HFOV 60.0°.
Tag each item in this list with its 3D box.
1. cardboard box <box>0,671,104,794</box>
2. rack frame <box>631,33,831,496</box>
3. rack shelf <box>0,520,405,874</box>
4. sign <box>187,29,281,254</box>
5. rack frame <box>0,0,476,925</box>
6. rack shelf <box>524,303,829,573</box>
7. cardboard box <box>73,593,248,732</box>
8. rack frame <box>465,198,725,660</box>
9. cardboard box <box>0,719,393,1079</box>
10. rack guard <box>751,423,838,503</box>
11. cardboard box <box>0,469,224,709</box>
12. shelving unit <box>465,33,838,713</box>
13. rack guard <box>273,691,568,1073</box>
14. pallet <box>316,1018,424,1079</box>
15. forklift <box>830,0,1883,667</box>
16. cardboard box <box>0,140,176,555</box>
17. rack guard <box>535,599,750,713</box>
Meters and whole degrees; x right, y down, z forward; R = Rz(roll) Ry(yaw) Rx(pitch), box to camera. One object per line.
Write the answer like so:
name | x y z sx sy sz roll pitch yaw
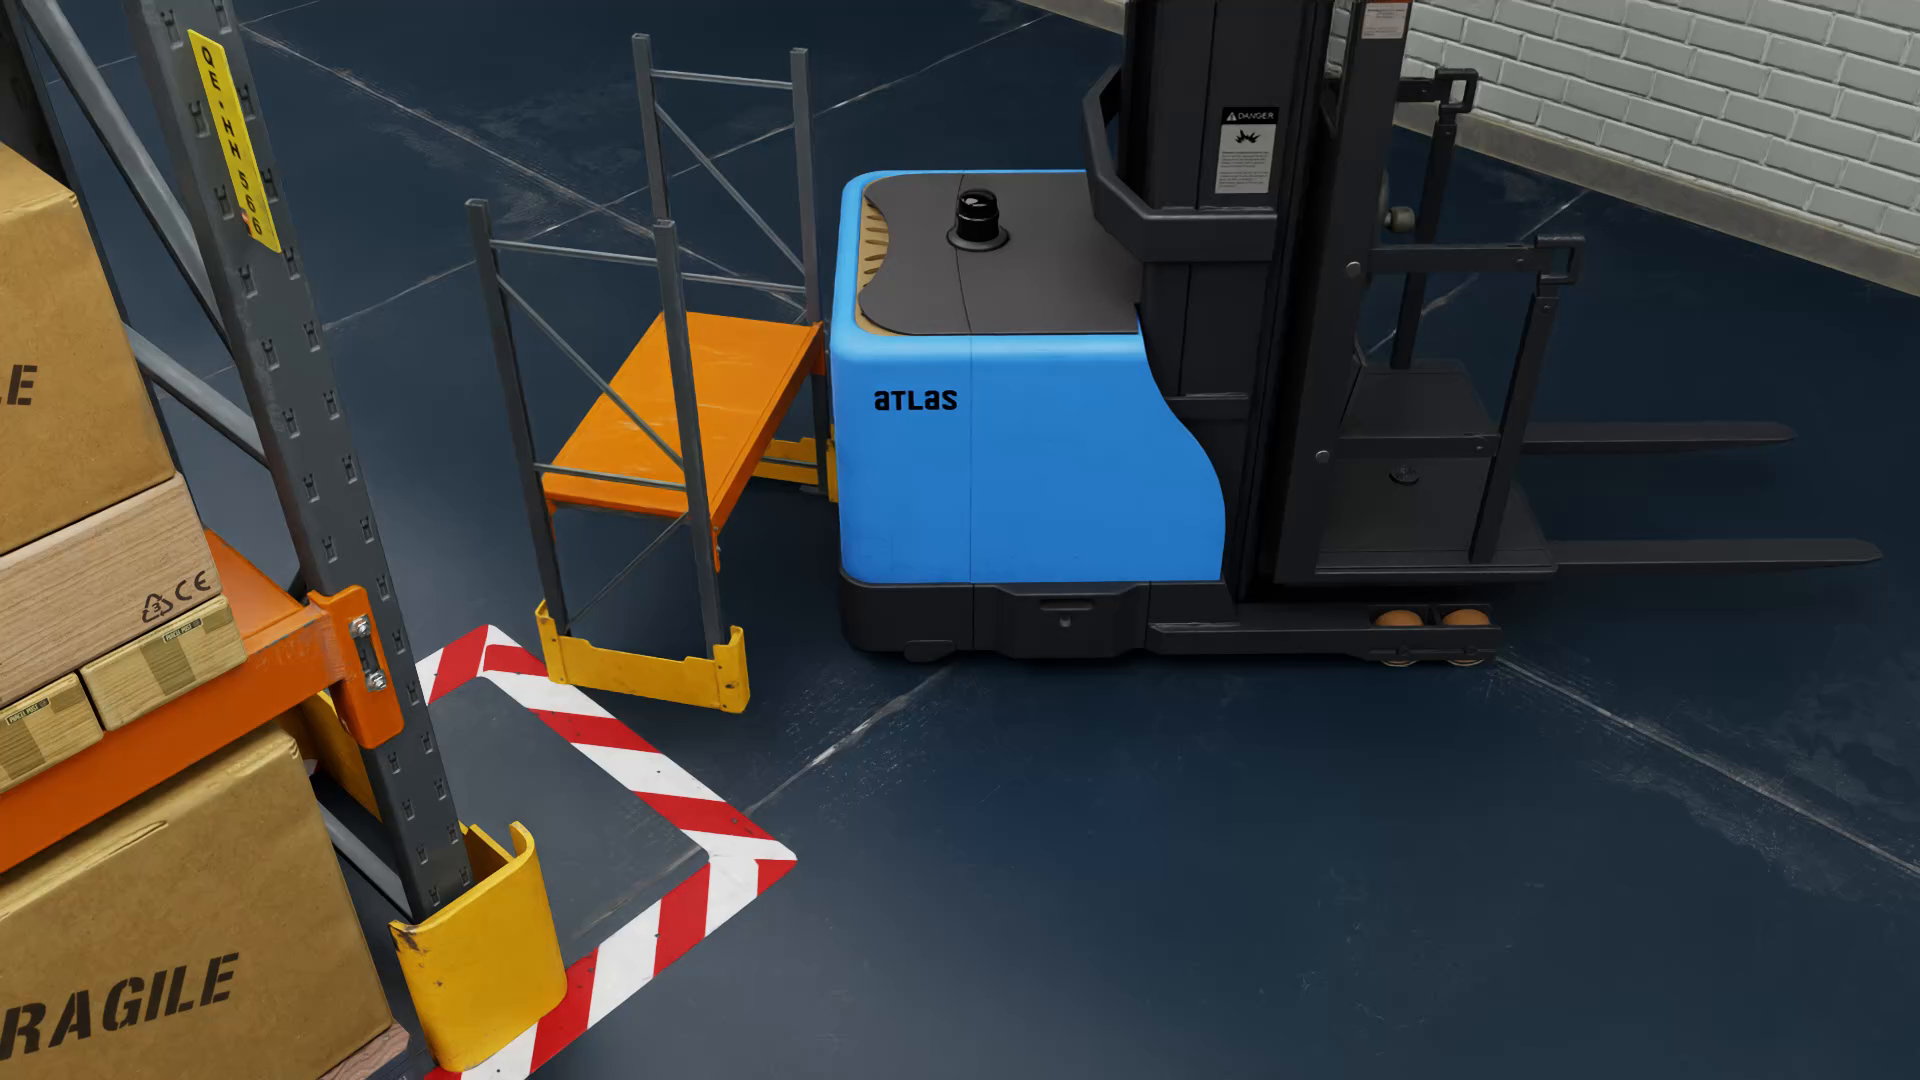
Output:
cardboard box | -1.632 0.249 2.729 0.380 0.149 0.250 30 47 32
rack frame | -0.660 -0.773 5.017 0.500 1.500 0.032 8 39 10
rack shelf | -2.810 0.929 2.250 1.077 0.370 4.000 30 47 32
sign | -1.070 -0.583 2.453 0.100 0.325 0.005 30 47 32
rack frame | -1.461 -0.272 3.182 1.000 3.000 0.127 30 47 32
rack shelf | -0.774 -0.323 4.741 0.538 0.185 1.000 8 39 10
cardboard box | -1.458 0.128 2.880 0.380 0.149 0.250 31 48 33
rack frame | -0.888 -0.156 4.241 0.500 1.500 0.032 8 39 10
cardboard box | -1.833 0.723 3.300 0.875 0.875 0.875 30 47 32
rack guard | -0.660 -0.283 5.404 0.587 0.250 0.087 8 39 10
cardboard box | -1.592 0.005 2.716 0.500 0.250 0.500 29 47 31
shelving unit | -0.772 -0.470 4.636 0.587 1.500 1.083 8 39 10
rack guard | -1.445 0.696 3.974 1.175 0.500 0.348 30 47 32
pallet | -1.942 1.220 3.546 1.003 0.211 1.213 30 47 32
forklift | 1.164 -1.114 4.296 3.031 2.935 1.130 -1 38 -1
cardboard box | -1.595 -0.289 2.482 0.500 0.500 0.500 30 47 32
rack guard | -0.883 0.321 4.645 0.587 0.250 0.087 8 39 10
